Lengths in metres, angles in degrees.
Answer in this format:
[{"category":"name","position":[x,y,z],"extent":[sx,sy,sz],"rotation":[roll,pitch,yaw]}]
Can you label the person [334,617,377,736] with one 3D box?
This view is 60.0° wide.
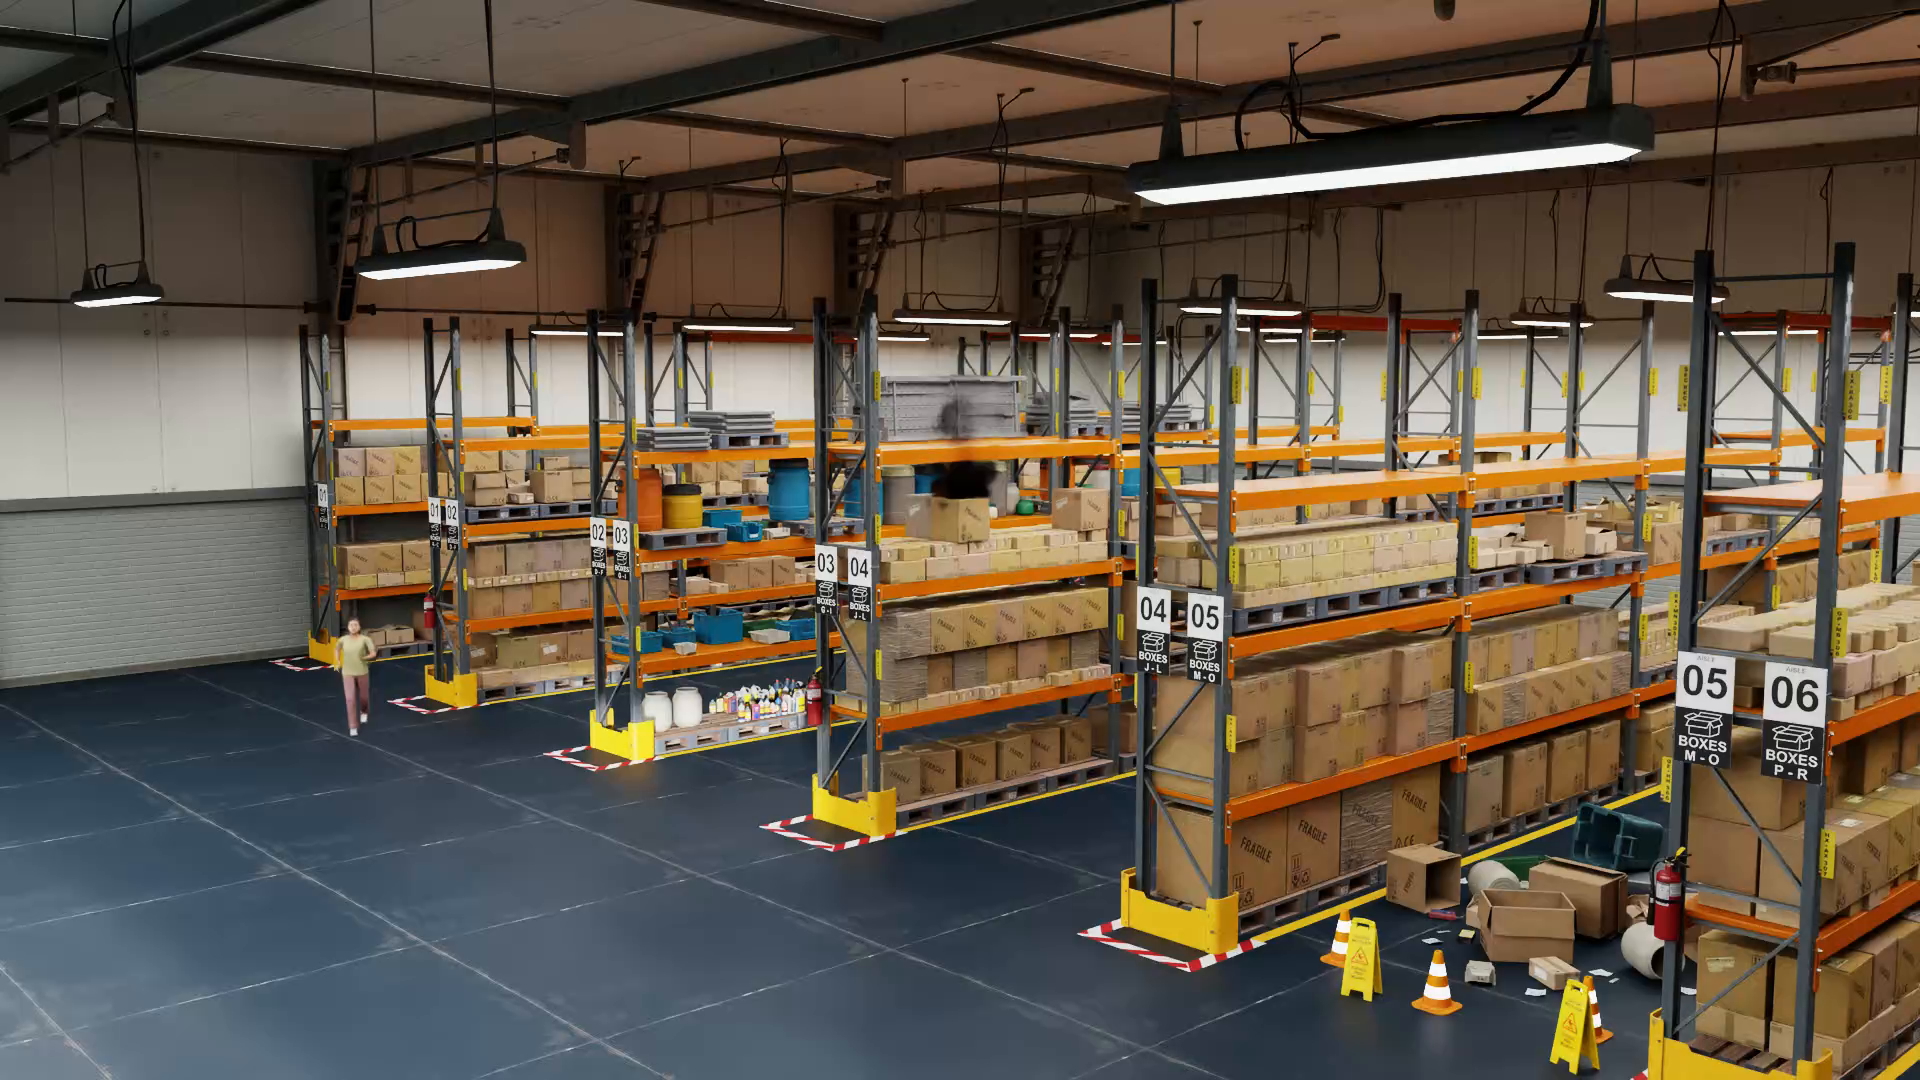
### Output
[{"category":"person","position":[-8.654,1.923,23.813],"extent":[0.584,1.645,0.939],"rotation":[-2,6,-17]}]
